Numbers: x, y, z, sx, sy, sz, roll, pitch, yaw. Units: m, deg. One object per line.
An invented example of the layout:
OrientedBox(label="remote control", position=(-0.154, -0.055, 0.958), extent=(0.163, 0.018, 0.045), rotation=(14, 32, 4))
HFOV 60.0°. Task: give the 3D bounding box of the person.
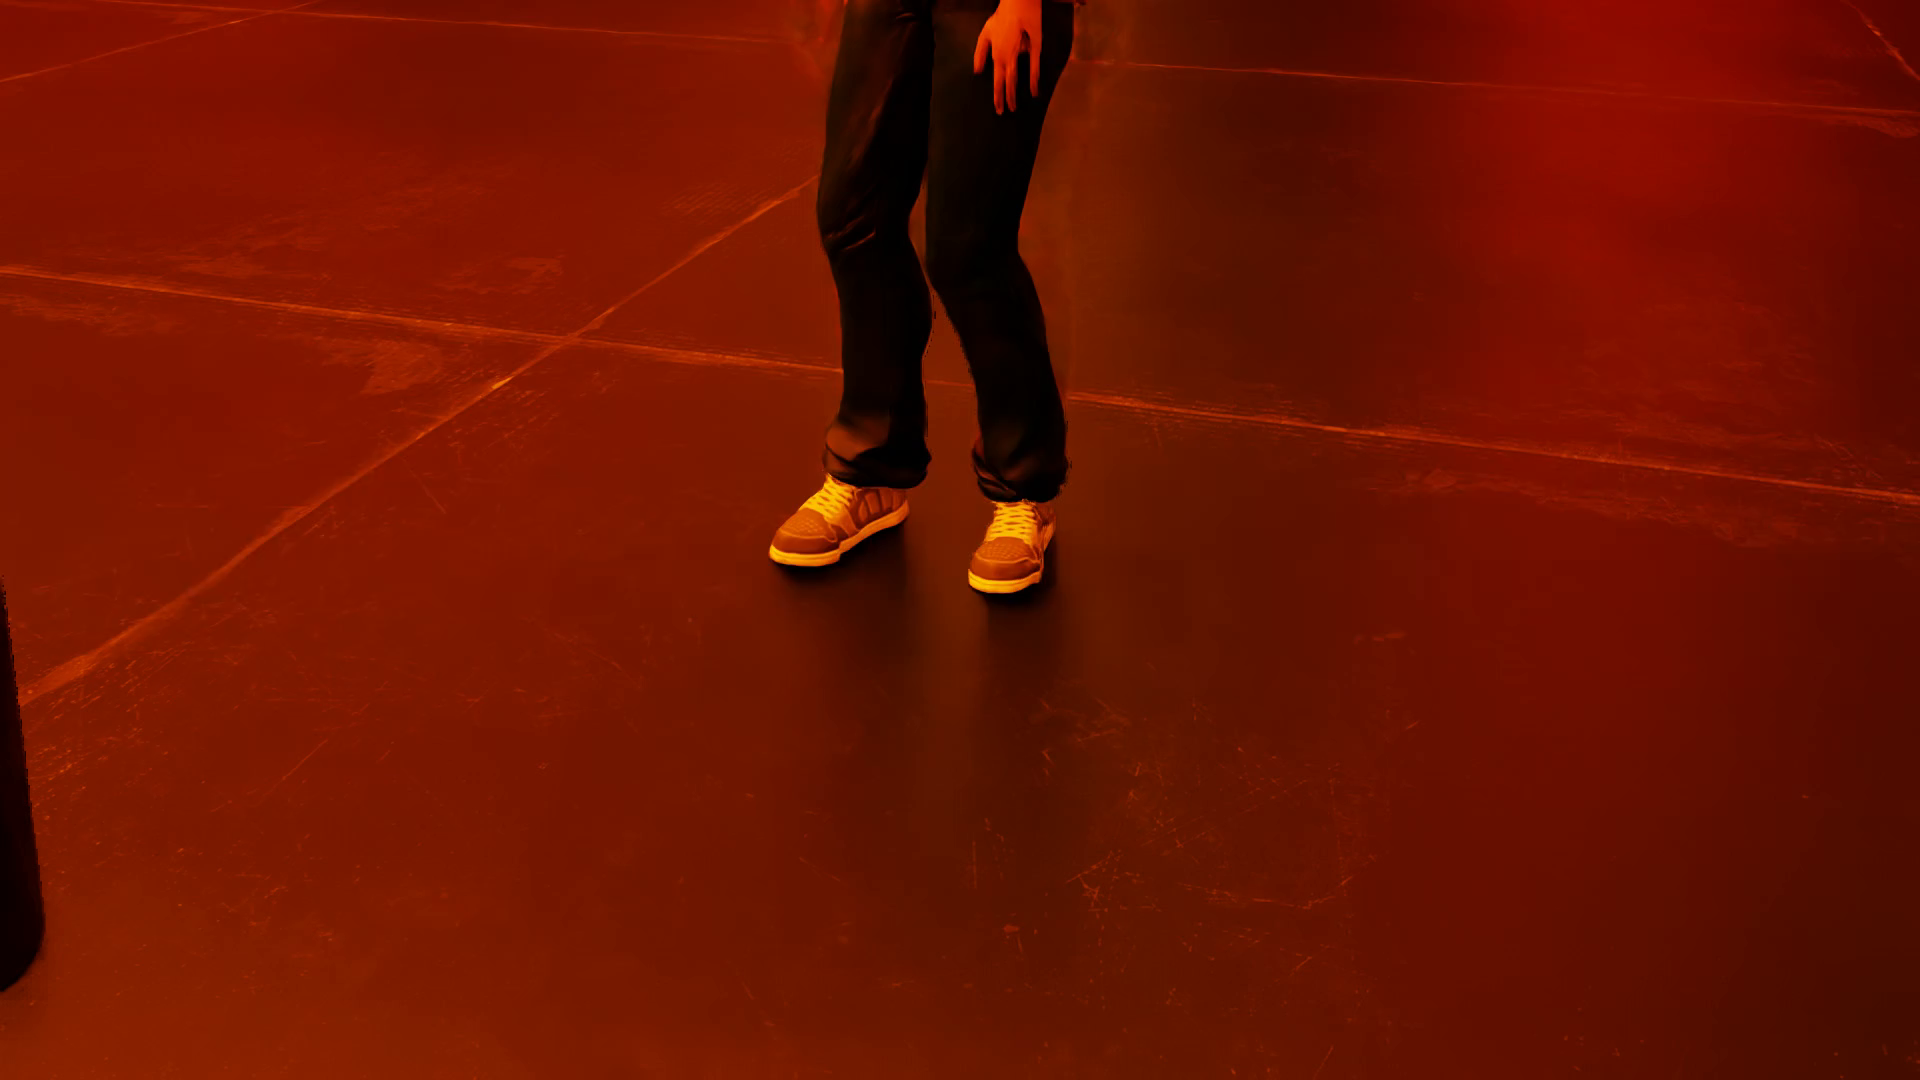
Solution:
OrientedBox(label="person", position=(-0.055, -0.684, 2.104), extent=(0.438, 1.579, 0.450), rotation=(-14, 30, -26))

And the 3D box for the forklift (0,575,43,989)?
OrientedBox(label="forklift", position=(-2.411, -0.692, 0.632), extent=(3.031, 2.935, 1.130), rotation=(-15, 30, -26))
